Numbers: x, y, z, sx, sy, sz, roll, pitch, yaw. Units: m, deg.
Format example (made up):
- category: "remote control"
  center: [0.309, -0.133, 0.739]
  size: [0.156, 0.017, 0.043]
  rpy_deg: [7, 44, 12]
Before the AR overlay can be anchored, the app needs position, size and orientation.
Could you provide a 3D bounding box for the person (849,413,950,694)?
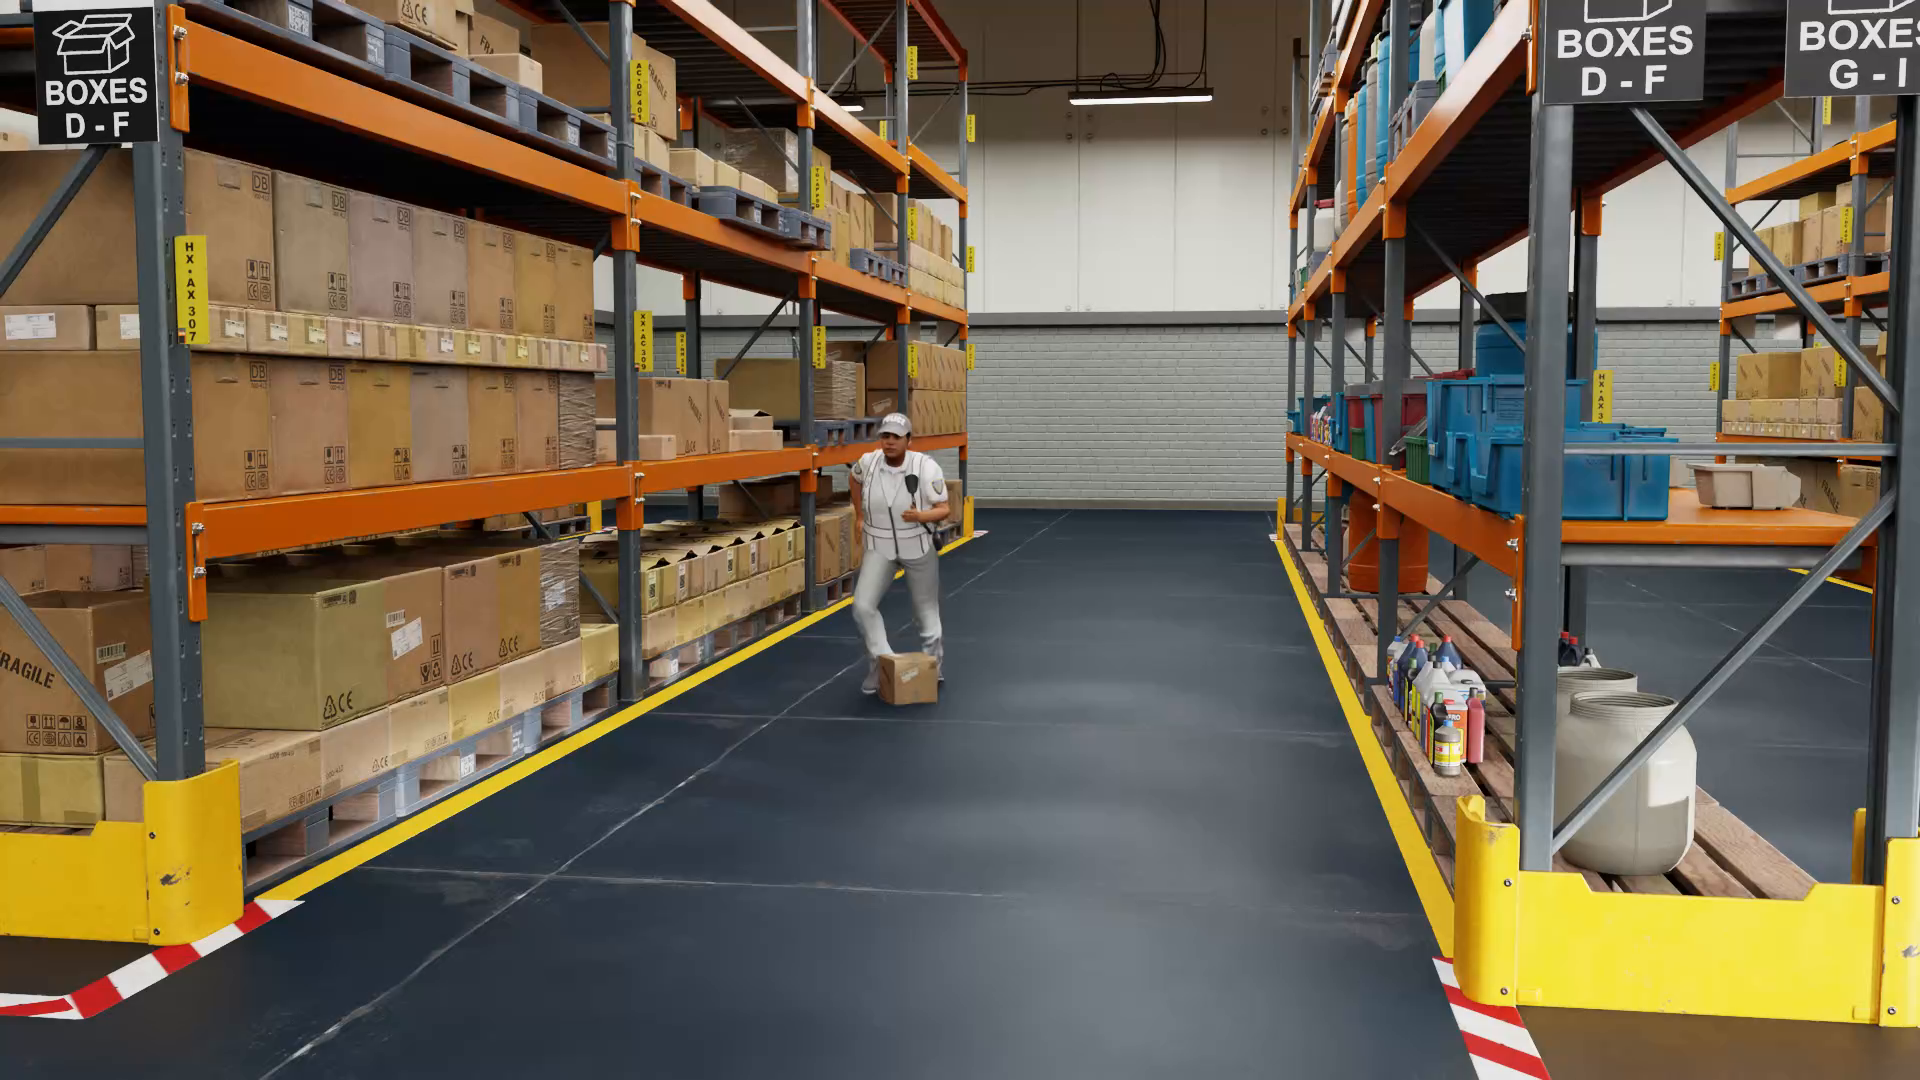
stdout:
- category: "person"
  center: [-0.345, 0.070, 9.350]
  size: [0.601, 1.568, 0.901]
  rpy_deg: [0, 5, 4]
